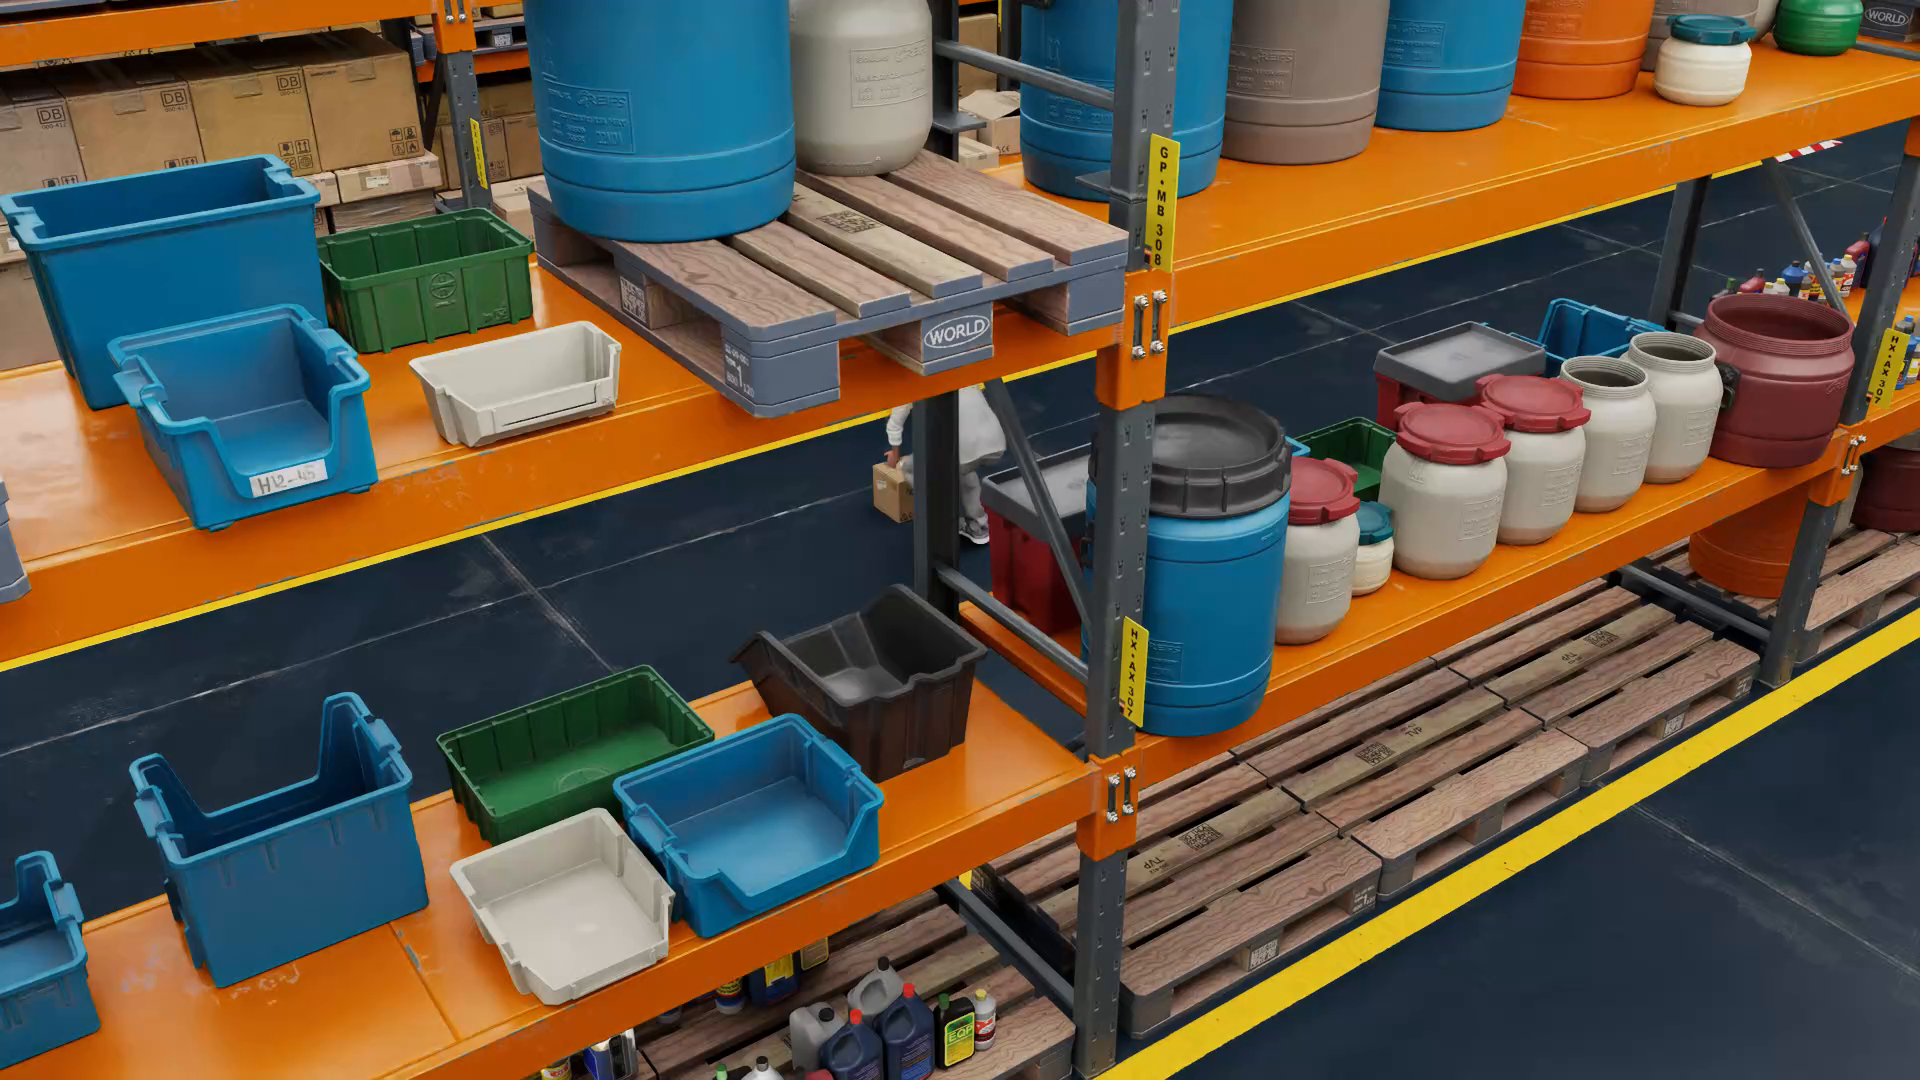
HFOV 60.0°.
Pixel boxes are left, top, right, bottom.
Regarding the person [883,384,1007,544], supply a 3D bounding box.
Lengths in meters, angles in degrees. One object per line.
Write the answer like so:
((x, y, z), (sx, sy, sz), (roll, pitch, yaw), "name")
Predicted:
((-0.089, -0.491, 8.522), (0.463, 1.115, 0.733), (-19, 34, -30), "person")
